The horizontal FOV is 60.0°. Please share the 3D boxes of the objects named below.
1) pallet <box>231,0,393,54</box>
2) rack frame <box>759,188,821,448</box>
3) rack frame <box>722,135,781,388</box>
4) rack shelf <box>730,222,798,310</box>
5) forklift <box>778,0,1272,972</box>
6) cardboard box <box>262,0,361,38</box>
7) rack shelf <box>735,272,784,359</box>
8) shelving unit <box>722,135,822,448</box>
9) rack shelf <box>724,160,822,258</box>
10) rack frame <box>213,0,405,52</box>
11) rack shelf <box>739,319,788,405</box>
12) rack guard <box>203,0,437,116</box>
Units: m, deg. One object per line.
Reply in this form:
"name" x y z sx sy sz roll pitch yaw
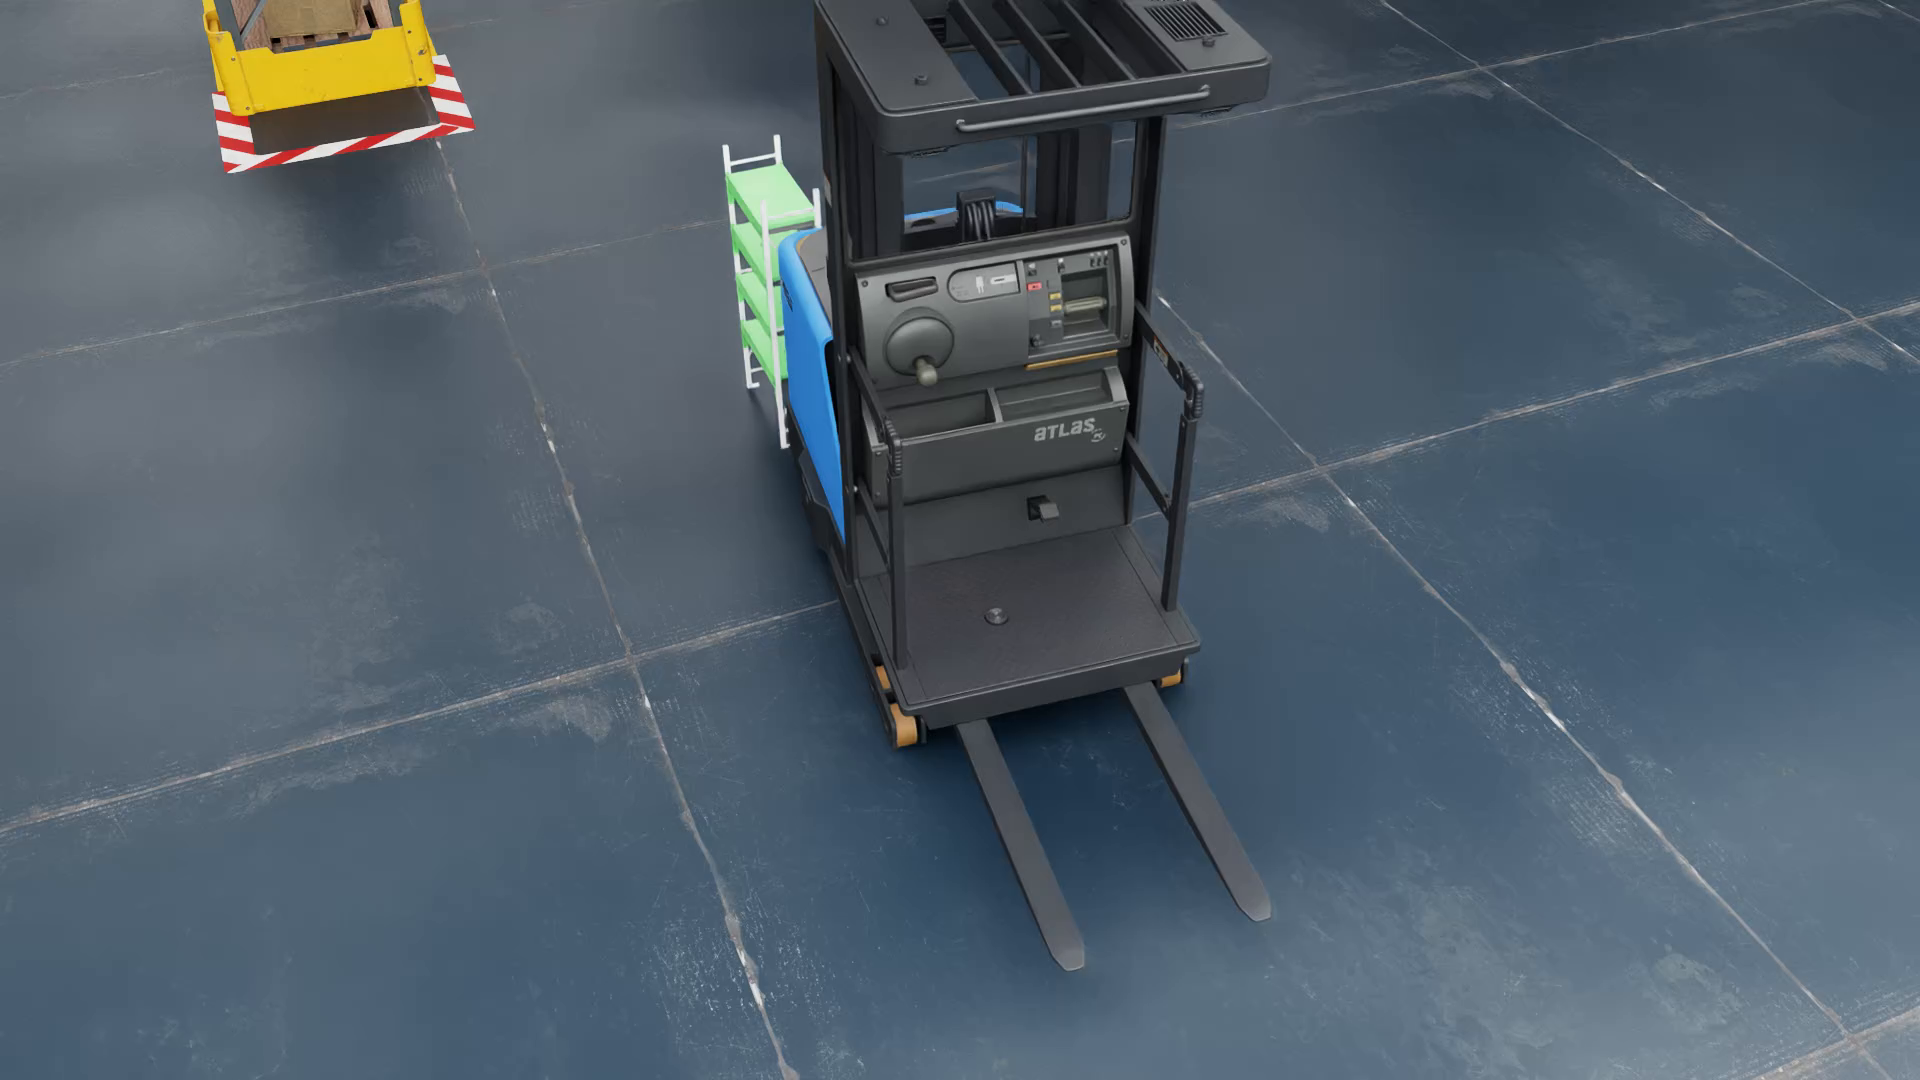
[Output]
"pallet" -3.997 -3.260 10.379 1.003 0.211 1.213 -15 43 -17
"rack frame" -0.664 -0.887 6.861 0.240 1.200 0.015 -16 43 -17
"rack frame" -0.856 -1.180 7.202 0.240 1.200 0.015 -16 43 -17
"rack shelf" -0.760 -1.167 6.917 0.258 0.148 0.480 -16 43 -17
"forklift" 0.190 -0.672 5.283 1.130 2.935 3.031 -11 42 -13
"cardboard box" -3.913 -3.365 9.958 0.500 0.500 0.500 -8 41 -9
"rack shelf" -0.760 -0.985 7.073 0.258 0.148 0.480 -16 43 -17
"shelving unit" -0.760 -1.033 7.032 0.258 1.200 0.503 -16 43 -17
"rack shelf" -0.760 -1.349 6.760 0.258 0.148 0.480 -16 43 -17
"rack frame" -3.690 -3.773 8.837 1.000 3.000 0.127 -15 43 -17
"rack shelf" -0.760 -0.803 7.230 0.258 0.148 0.480 -16 43 -17
"rack guard" -3.719 -2.871 9.706 1.175 0.500 0.348 -15 43 -17
